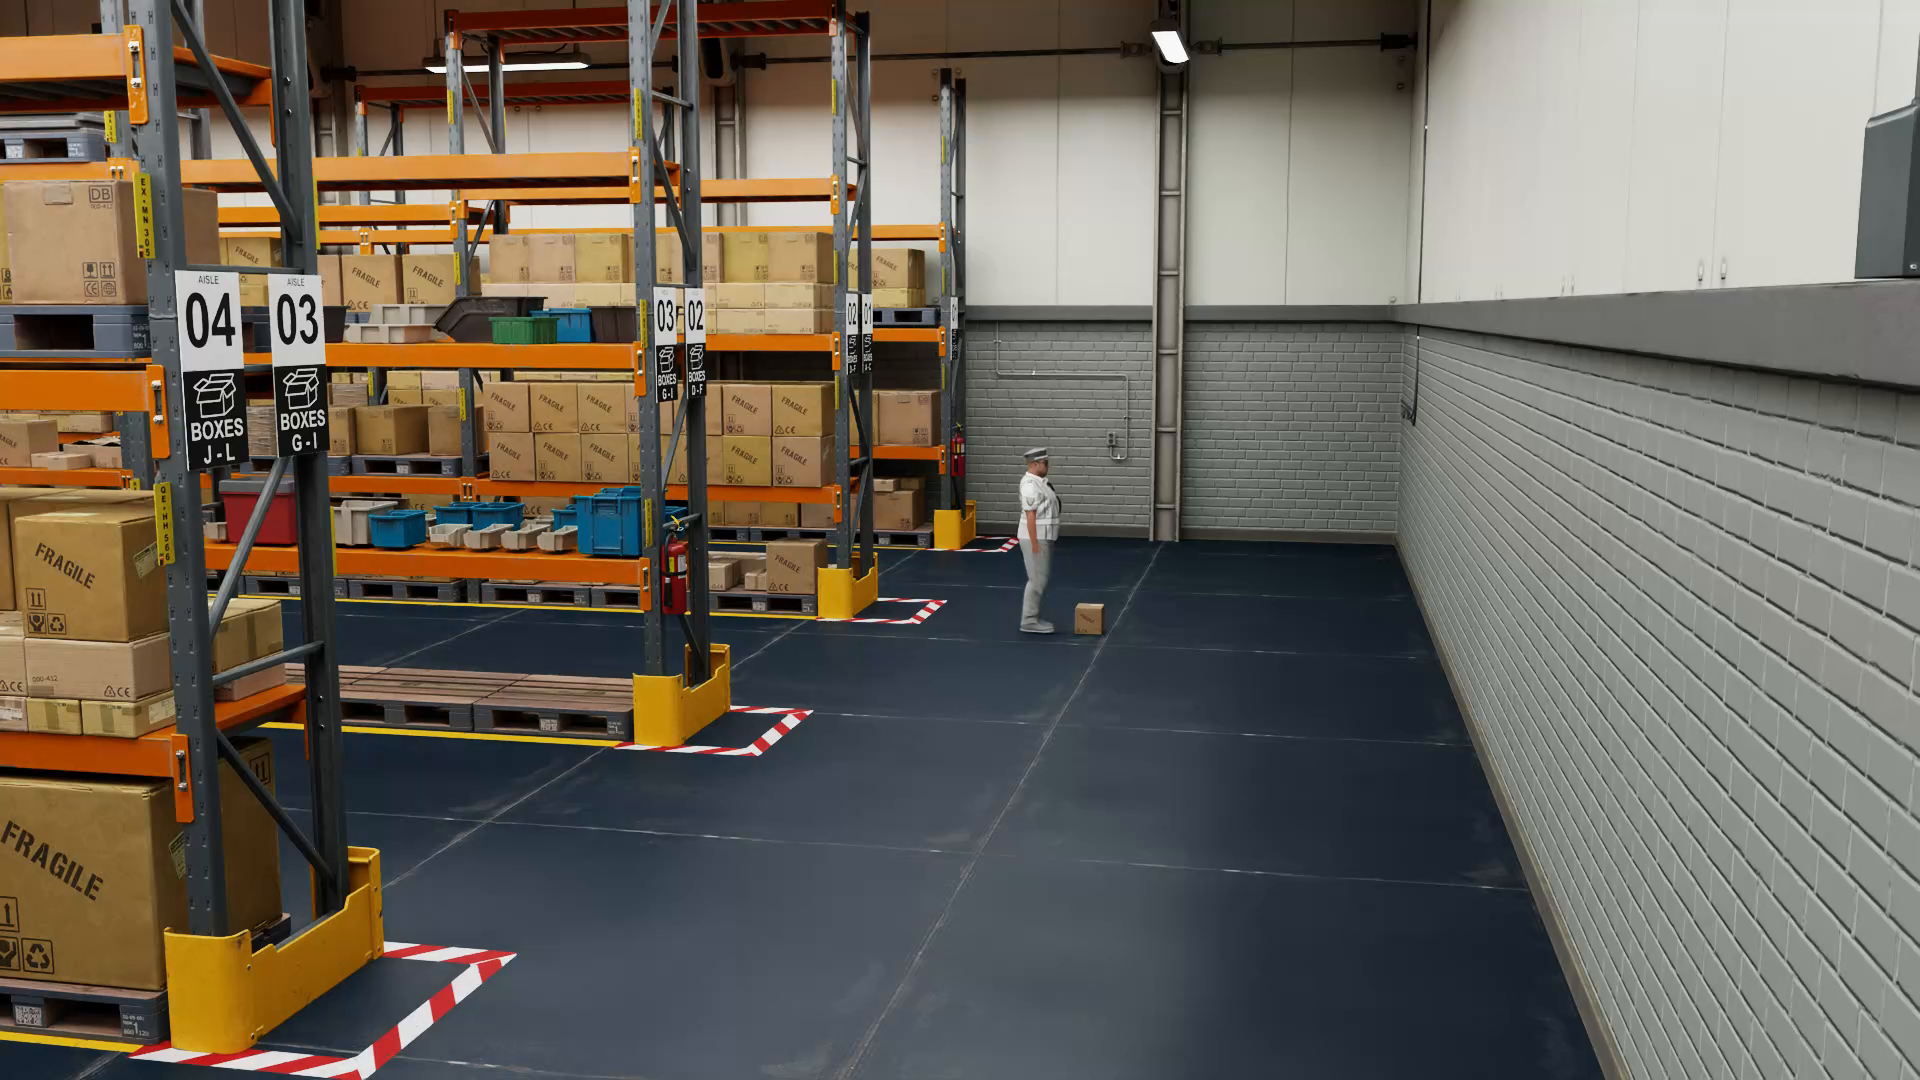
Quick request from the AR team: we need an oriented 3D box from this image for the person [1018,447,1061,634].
[{"bbox_3d":[0.754,-0.005,15.827,0.393,1.765,0.526,2,8,12],"label":"person"}]
